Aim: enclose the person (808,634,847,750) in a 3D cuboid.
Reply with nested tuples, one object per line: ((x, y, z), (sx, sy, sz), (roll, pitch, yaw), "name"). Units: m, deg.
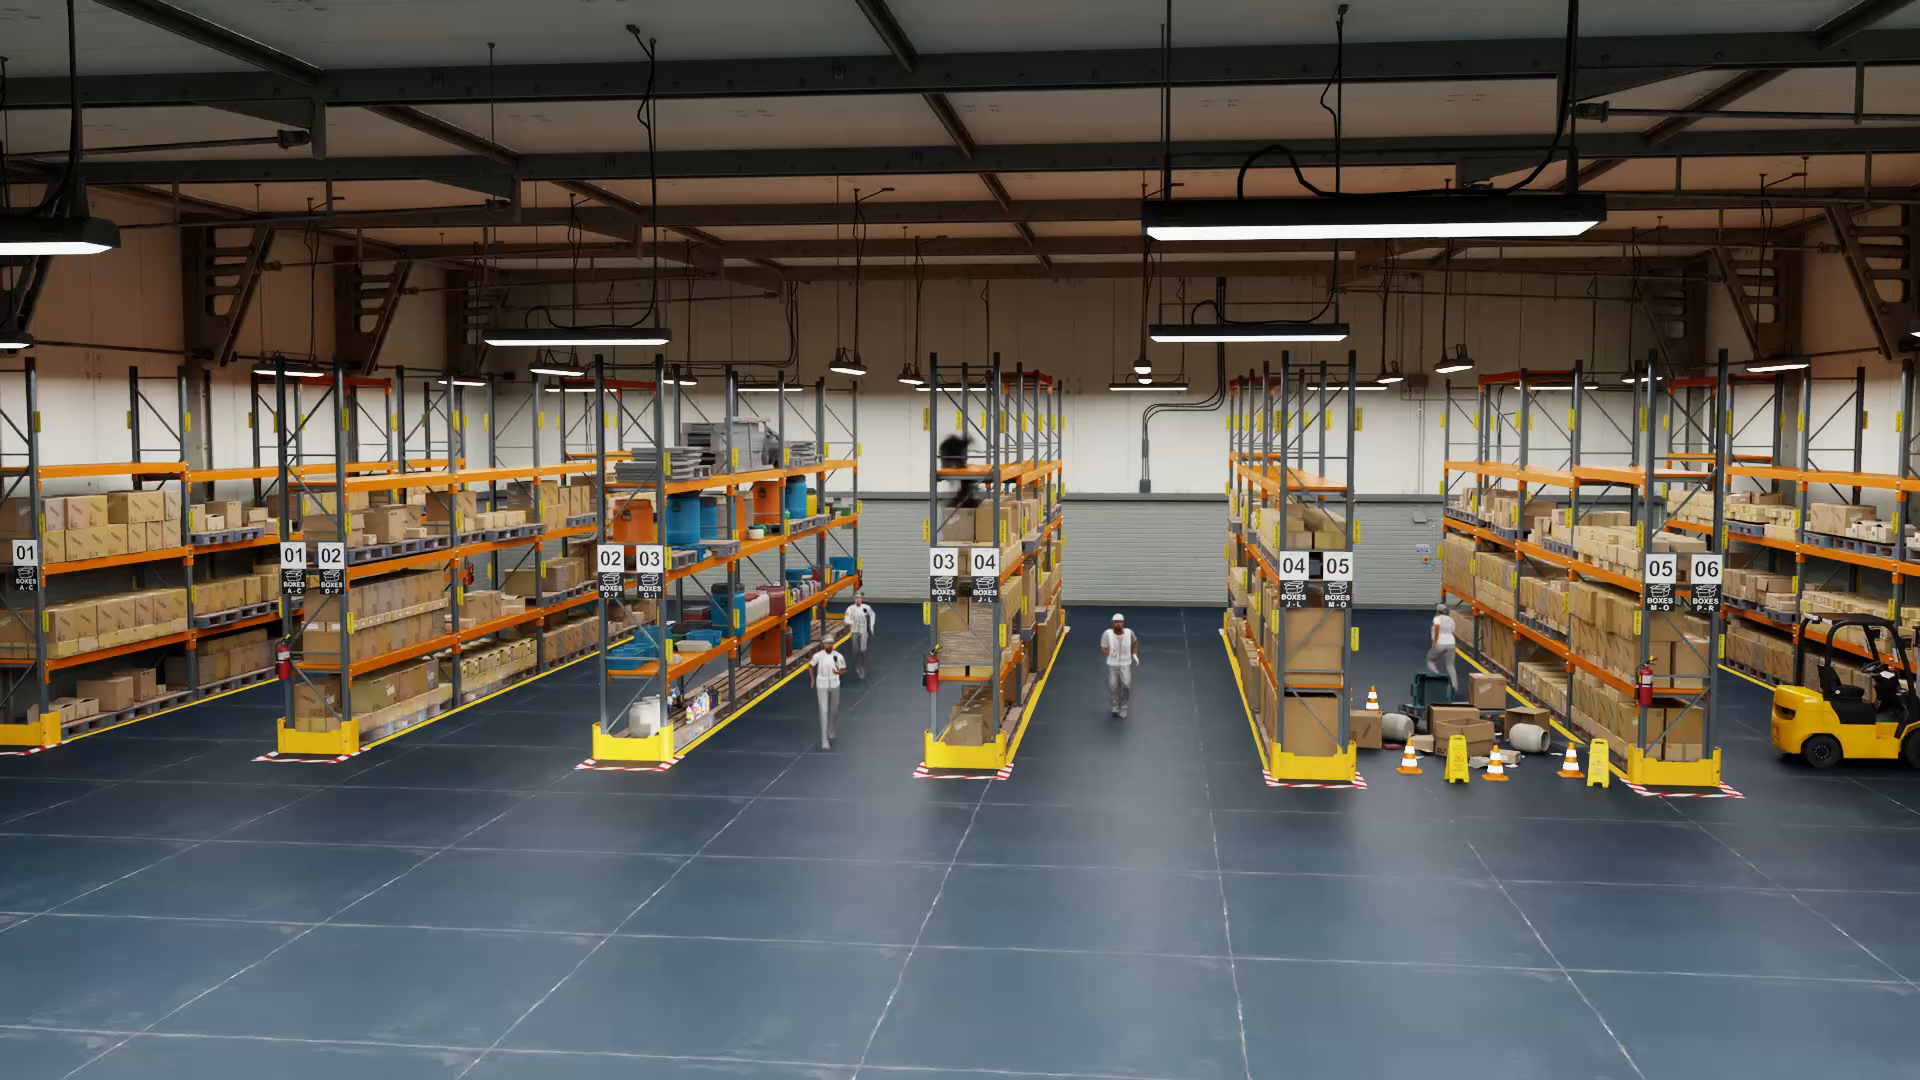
((-2.049, 2.318, 25.843), (0.571, 1.738, 0.843), (-1, 4, -12), "person")

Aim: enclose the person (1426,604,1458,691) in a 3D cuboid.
((9.008, 2.012, 30.963), (0.532, 1.616, 0.904), (-1, 4, -9), "person")

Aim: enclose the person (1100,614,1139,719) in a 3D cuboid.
((2.696, 2.130, 28.088), (0.665, 1.783, 0.793), (0, 4, 1), "person")

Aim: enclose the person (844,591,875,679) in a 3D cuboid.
((-1.976, 1.855, 32.633), (0.570, 1.738, 0.812), (0, 4, 2), "person")
